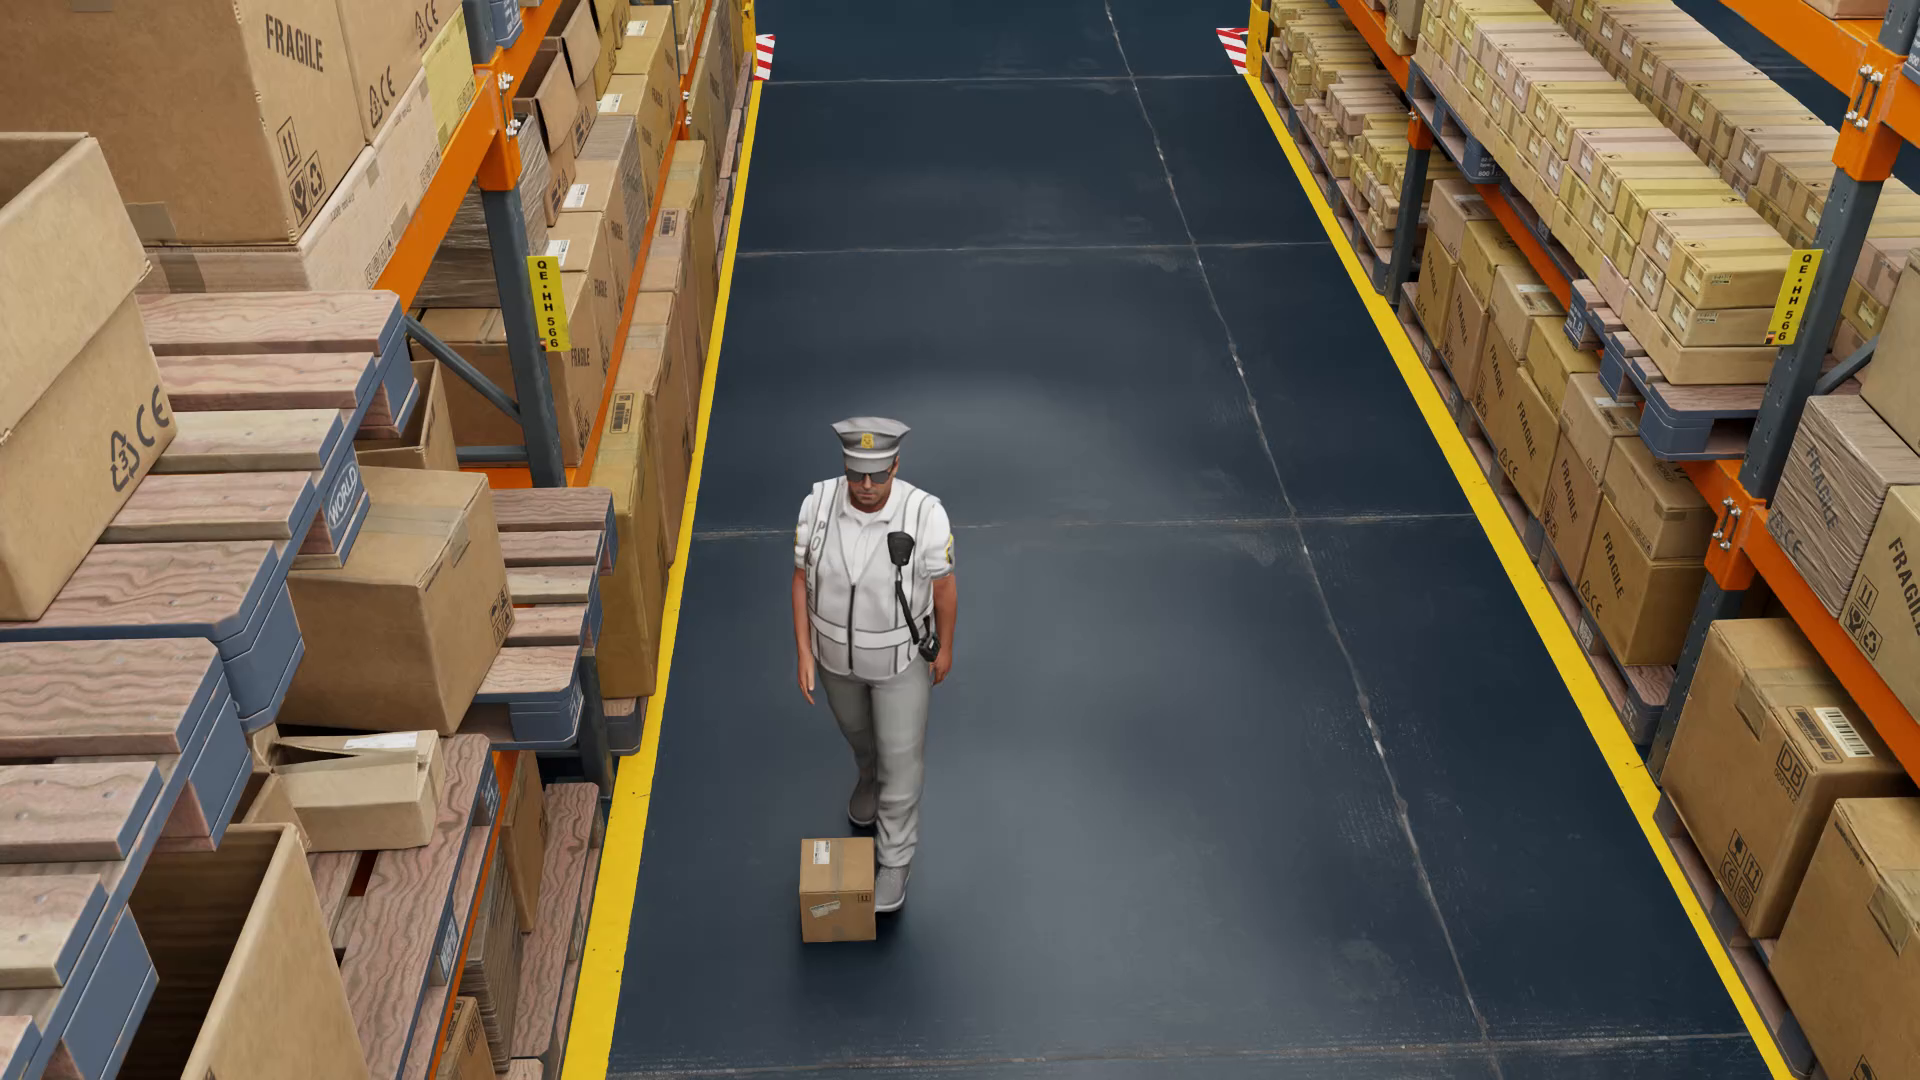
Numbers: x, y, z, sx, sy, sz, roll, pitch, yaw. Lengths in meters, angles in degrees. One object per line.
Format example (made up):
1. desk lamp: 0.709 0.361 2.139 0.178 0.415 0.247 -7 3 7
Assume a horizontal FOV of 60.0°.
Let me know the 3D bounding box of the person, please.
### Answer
1. person: -0.321 0.400 5.566 0.537 1.750 0.776 10 36 14
